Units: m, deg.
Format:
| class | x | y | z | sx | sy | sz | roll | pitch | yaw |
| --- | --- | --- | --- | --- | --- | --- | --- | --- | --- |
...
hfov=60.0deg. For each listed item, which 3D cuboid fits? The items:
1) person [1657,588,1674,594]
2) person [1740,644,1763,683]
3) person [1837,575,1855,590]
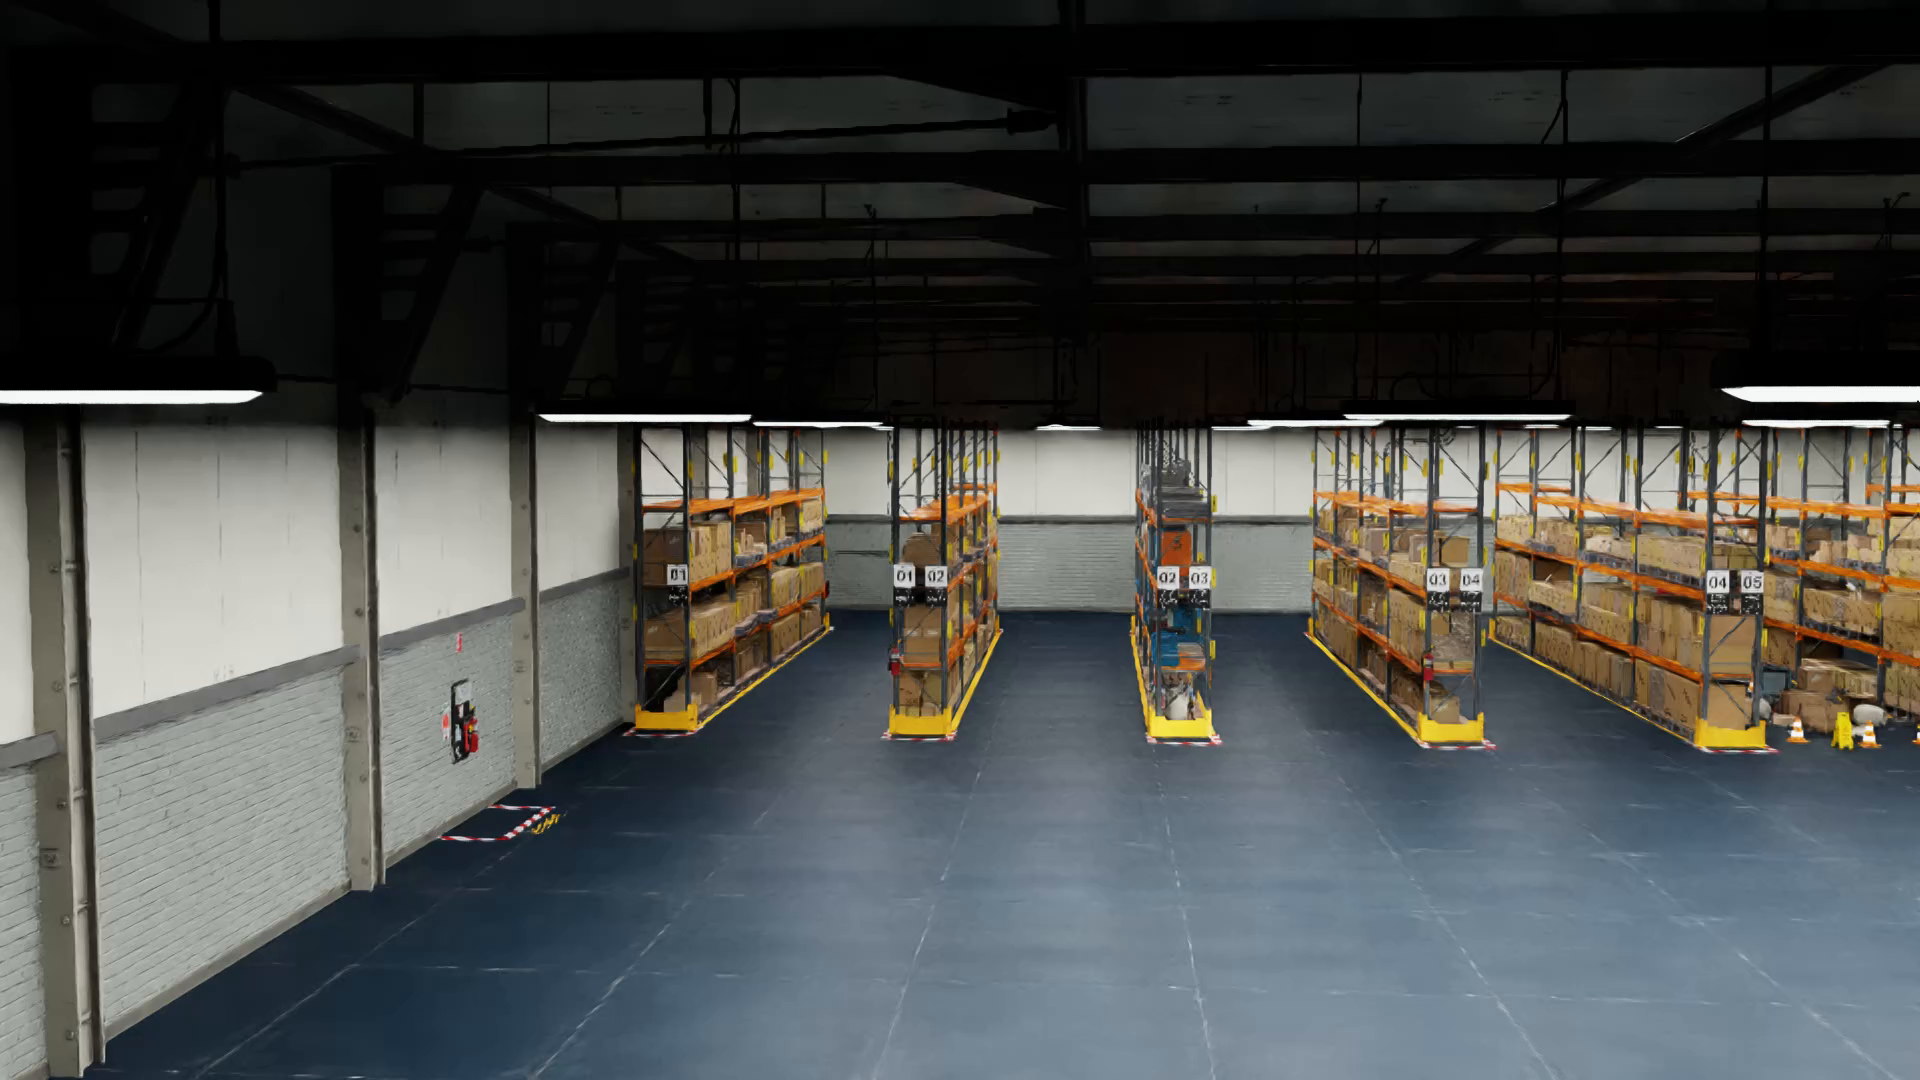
| class | x | y | z | sx | sy | sz | roll | pitch | yaw |
| --- | --- | --- | --- | --- | --- | --- | --- | --- | --- |
| person | 20.599 | 1.692 | 48.447 | 0.479 | 1.718 | 0.706 | -2 | 4 | -29 |
| person | 17.892 | 2.465 | 37.497 | 0.536 | 1.590 | 0.534 | 2 | 4 | 30 |
| person | 24.865 | 1.808 | 46.676 | 0.550 | 1.758 | 0.662 | -2 | 4 | -25 |
